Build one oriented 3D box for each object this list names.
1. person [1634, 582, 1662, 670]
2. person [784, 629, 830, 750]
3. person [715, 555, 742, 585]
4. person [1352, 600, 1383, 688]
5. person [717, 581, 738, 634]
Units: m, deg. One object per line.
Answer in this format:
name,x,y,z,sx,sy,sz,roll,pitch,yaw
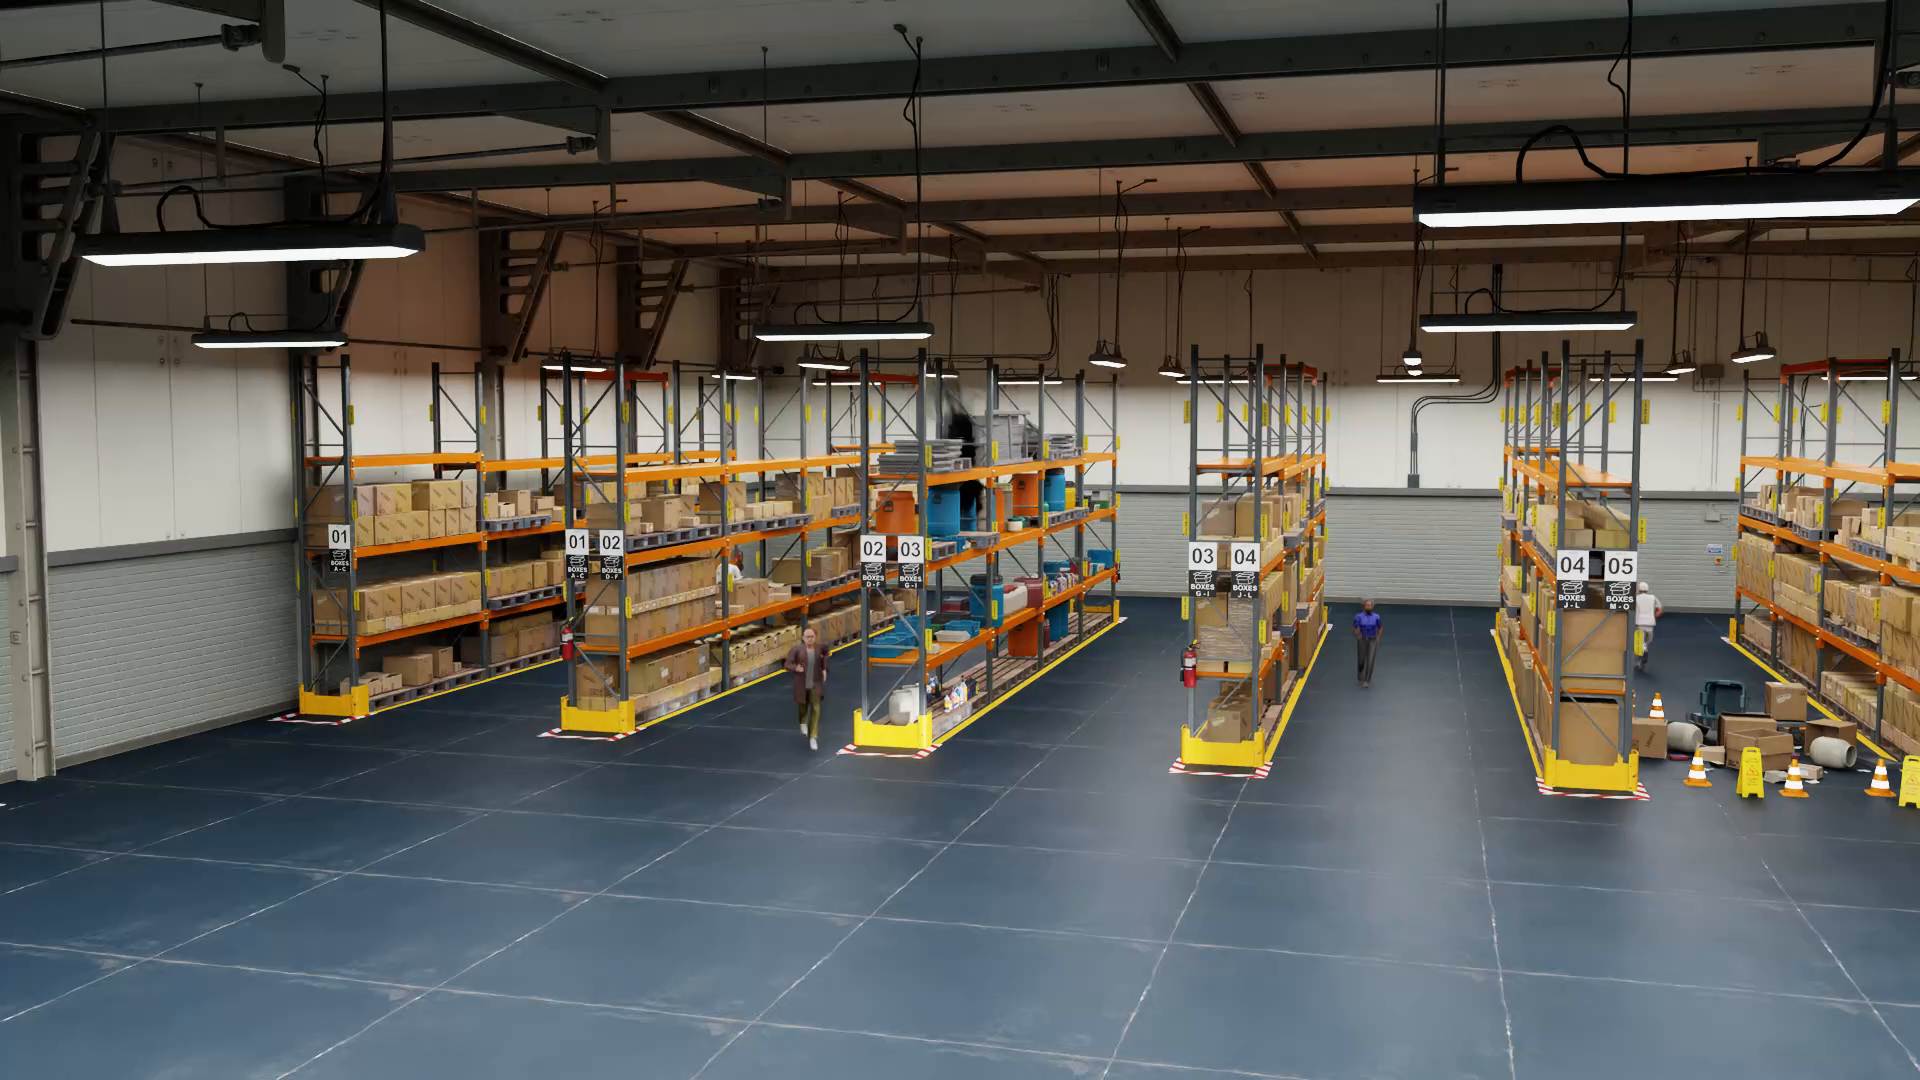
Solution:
person,13.403,1.709,32.551,0.645,1.732,0.826,1,4,15
person,-2.325,2.237,25.352,0.723,1.803,1.088,-1,4,-13
person,-5.484,1.205,39.150,0.711,1.765,0.880,1,4,14
person,7.520,1.904,30.676,0.563,1.598,0.588,1,4,9
person,-4.915,1.616,35.278,0.556,1.548,0.890,2,5,24
